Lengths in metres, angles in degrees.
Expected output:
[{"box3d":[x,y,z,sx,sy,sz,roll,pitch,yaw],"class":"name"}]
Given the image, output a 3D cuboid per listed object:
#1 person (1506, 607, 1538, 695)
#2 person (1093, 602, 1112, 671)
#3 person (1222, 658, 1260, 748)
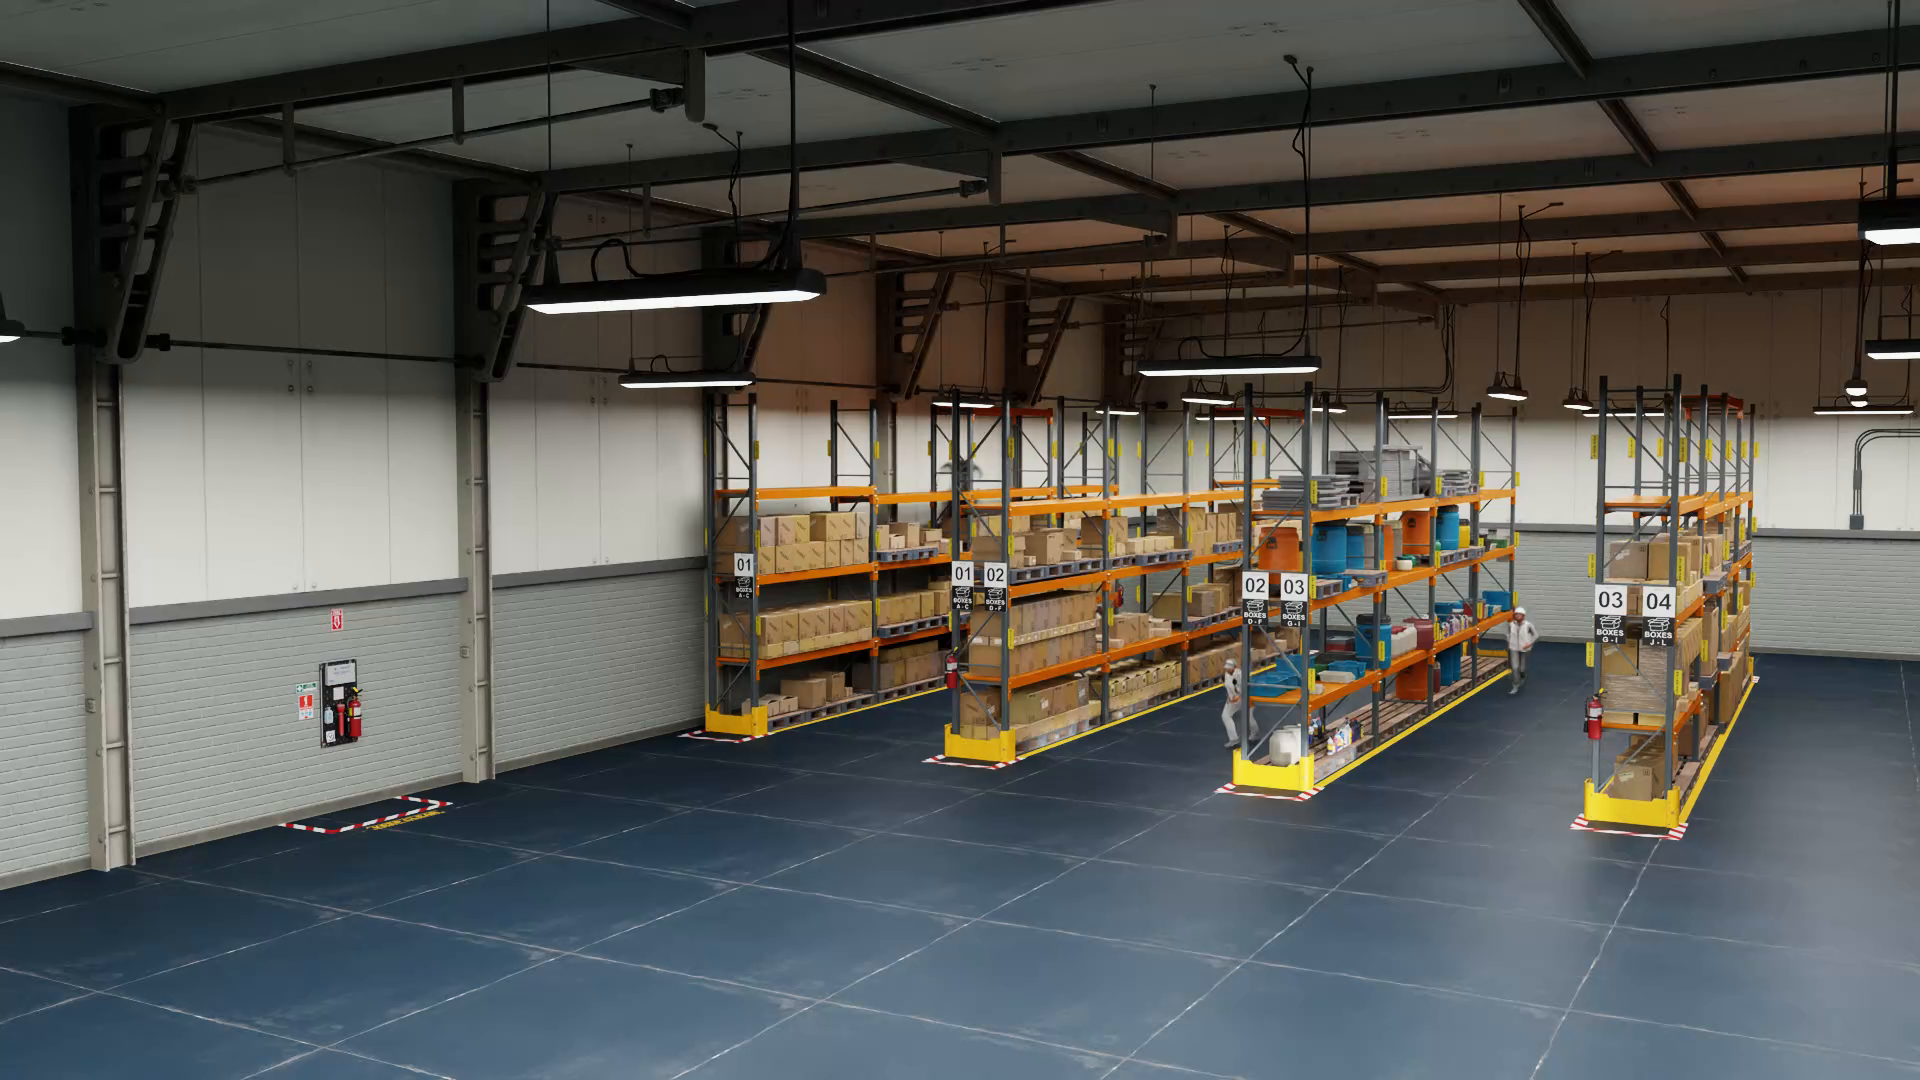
[{"box3d":[11.609,2.273,34.354,0.665,1.783,0.782,2,4,29],"class":"person"},{"box3d":[3.098,2.197,36.140,0.557,1.738,0.747,2,4,31],"class":"person"},{"box3d":[4.771,2.721,28.105,1.052,1.519,0.610,-3,4,-45],"class":"person"}]
